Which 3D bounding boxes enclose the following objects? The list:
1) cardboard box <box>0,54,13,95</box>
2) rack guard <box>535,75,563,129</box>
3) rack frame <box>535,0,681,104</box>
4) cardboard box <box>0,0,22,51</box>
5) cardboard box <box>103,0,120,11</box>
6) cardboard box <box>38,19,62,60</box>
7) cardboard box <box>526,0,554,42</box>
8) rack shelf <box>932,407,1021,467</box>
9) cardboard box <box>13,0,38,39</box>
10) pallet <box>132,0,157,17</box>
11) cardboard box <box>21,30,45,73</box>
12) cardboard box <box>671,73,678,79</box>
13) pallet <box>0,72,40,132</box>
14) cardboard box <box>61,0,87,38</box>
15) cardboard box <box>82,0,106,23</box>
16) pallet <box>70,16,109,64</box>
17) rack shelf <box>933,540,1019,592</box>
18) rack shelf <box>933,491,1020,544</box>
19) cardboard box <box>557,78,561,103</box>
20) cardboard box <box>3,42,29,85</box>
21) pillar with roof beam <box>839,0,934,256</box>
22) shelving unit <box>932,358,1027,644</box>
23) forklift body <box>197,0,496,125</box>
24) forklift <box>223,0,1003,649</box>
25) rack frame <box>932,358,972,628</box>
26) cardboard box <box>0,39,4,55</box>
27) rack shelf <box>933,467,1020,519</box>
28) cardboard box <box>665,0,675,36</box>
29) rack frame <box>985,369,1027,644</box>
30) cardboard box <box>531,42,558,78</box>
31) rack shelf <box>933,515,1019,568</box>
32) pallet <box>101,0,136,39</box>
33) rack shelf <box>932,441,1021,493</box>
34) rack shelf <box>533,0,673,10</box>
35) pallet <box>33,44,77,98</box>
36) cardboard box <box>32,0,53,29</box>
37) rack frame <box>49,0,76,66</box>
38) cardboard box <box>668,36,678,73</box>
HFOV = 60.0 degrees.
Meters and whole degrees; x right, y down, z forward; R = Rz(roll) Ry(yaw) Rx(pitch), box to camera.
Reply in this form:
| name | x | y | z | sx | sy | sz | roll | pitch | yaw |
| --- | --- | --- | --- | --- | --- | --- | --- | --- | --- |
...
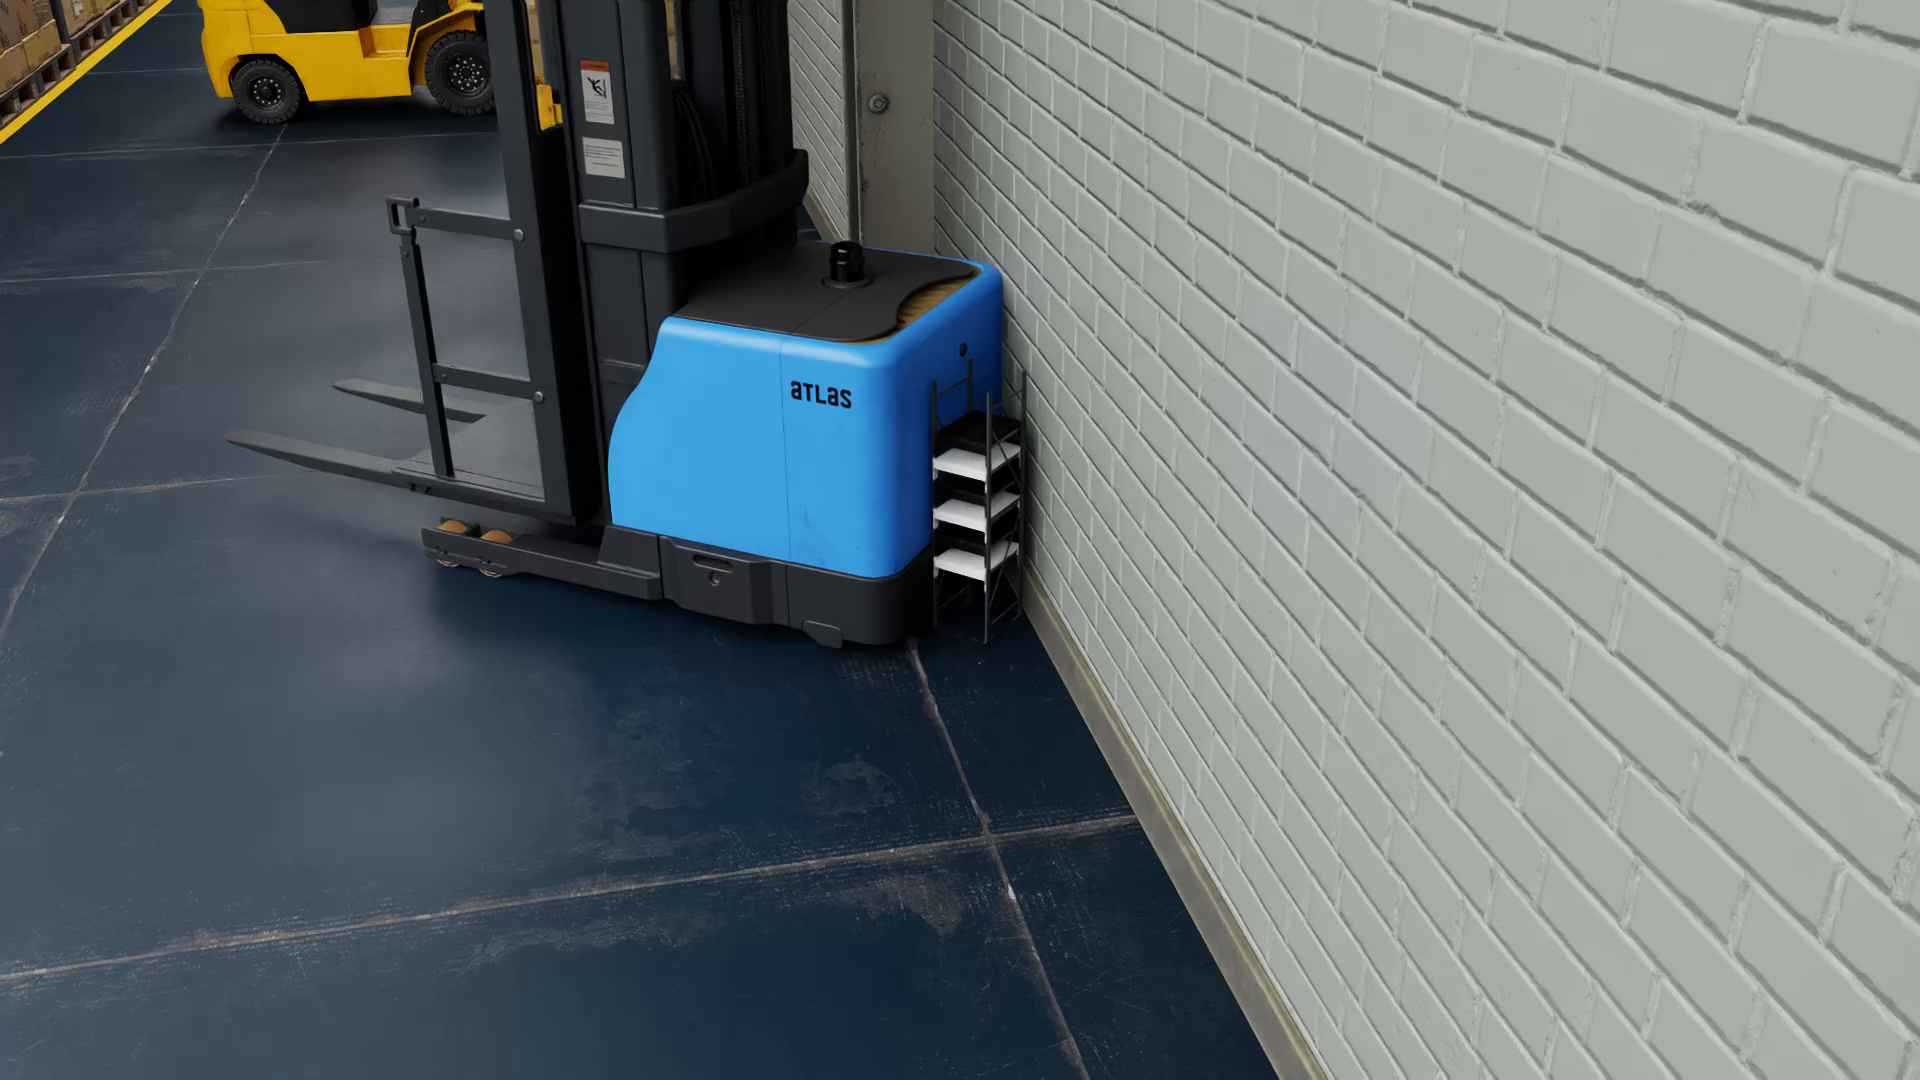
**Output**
| name | x | y | z | sx | sy | sz | roll | pitch | yaw |
| --- | --- | --- | --- | --- | --- | --- | --- | --- | --- |
| cardboard box | -7.355 | -3.400 | 12.243 | 0.500 | 0.250 | 0.500 | -4 | 27 | -8 |
| rack guard | -2.359 | -2.974 | 11.588 | 1.175 | 0.500 | 0.348 | -6 | 27 | -12 |
| rack frame | -2.364 | -4.101 | 11.045 | 1.000 | 3.000 | 0.127 | -6 | 27 | -12 |
| cardboard box | -7.474 | -3.966 | 12.532 | 0.500 | 0.500 | 0.500 | -5 | 27 | -9 |
| cardboard box | -8.545 | -5.216 | 15.705 | 0.950 | 0.372 | 0.625 | -5 | 27 | -10 |
| cardboard box | -7.706 | -4.079 | 13.587 | 0.500 | 0.250 | 0.500 | -5 | 27 | -9 |
| cardboard box | -2.772 | -3.677 | 11.683 | 0.500 | 0.250 | 0.500 | -5 | 27 | -10 |
| rack shelf | 0.062 | -0.335 | 5.389 | 0.200 | 0.077 | 0.258 | 15 | 31 | 28 |
| cardboard box | -7.590 | -4.190 | 12.976 | 0.500 | 0.500 | 0.500 | -5 | 27 | -11 |
| pallet | -8.828 | -5.519 | 16.950 | 1.003 | 0.211 | 1.213 | -6 | 27 | -12 |
| cardboard box | -7.576 | -3.846 | 13.126 | 0.500 | 0.250 | 0.500 | -7 | 28 | -13 |
| cardboard box | -2.284 | -3.296 | 12.037 | 0.500 | 0.250 | 0.500 | -6 | 27 | -11 |
| pallet | -7.637 | -3.278 | 12.511 | 1.003 | 0.211 | 1.213 | -6 | 27 | -12 |
| cardboard box | -8.221 | -4.595 | 14.476 | 0.950 | 0.372 | 0.625 | -6 | 27 | -11 |
| cardboard box | -8.387 | -4.911 | 15.100 | 0.950 | 0.372 | 0.625 | -4 | 27 | -8 |
| pallet | -8.278 | -4.448 | 14.828 | 1.003 | 0.211 | 1.213 | -6 | 27 | -12 |
| rack shelf | 0.062 | 0.067 | 5.592 | 0.200 | 0.077 | 0.258 | 15 | 31 | 28 |
| rack shelf | 0.062 | -0.094 | 5.511 | 0.200 | 0.077 | 0.258 | 15 | 31 | 28 |
| cardboard box | -2.778 | -3.235 | 11.915 | 0.500 | 0.250 | 0.500 | -6 | 27 | -11 |
| cardboard box | -7.466 | -3.622 | 12.683 | 0.500 | 0.250 | 0.500 | -6 | 27 | -11 |
| pillar with roof beam | -4.485 | -4.105 | 4.396 | 9.100 | 9.000 | 0.400 | -6 | 27 | -12 |
| shelving unit | 0.062 | -0.123 | 5.496 | 0.210 | 0.900 | 0.258 | 15 | 31 | 28 |
| forklift body | -4.569 | -4.369 | 12.519 | 2.313 | 2.155 | 1.214 | -6 | 27 | -12 |
| forklift | -1.392 | -1.378 | 5.727 | 3.031 | 2.935 | 1.130 | 11 | 29 | 21 |
| rack frame | -0.024 | -0.147 | 5.543 | 0.006 | 0.900 | 0.240 | 15 | 31 | 28 |
| cardboard box | -7.345 | -3.732 | 12.069 | 0.500 | 0.500 | 0.500 | -5 | 27 | -11 |
| rack shelf | 0.062 | -0.174 | 5.470 | 0.200 | 0.077 | 0.258 | 15 | 31 | 28 |
| cardboard box | -2.288 | -3.737 | 11.801 | 0.500 | 0.250 | 0.500 | -6 | 27 | -12 |
| rack frame | 0.149 | -0.099 | 5.448 | 0.006 | 0.900 | 0.240 | 15 | 31 | 28 |
| cardboard box | -2.779 | -3.466 | 11.818 | 0.500 | 0.250 | 0.500 | -6 | 27 | -12 |
| rack shelf | 0.062 | -0.013 | 5.551 | 0.200 | 0.077 | 0.258 | 15 | 31 | 28 |
| pallet | -8.556 | -4.984 | 15.891 | 1.003 | 0.211 | 1.213 | -6 | 27 | -12 |
| rack shelf | 0.062 | -0.254 | 5.430 | 0.200 | 0.077 | 0.258 | 15 | 31 | 28 |
| rack shelf | -2.815 | -4.657 | 12.947 | 1.077 | 0.370 | 4.000 | -6 | 27 | -12 |
| pallet | -7.915 | -3.815 | 13.574 | 1.003 | 0.211 | 1.213 | -6 | 27 | -12 |
| cardboard box | -7.706 | -4.413 | 13.418 | 0.500 | 0.500 | 0.500 | -6 | 27 | -12 |
| rack frame | -8.101 | -5.351 | 13.522 | 1.000 | 3.000 | 0.127 | -6 | 27 | -12 |
| cardboard box | -2.268 | -3.511 | 11.908 | 0.500 | 0.250 | 0.500 | -5 | 27 | -11 |
